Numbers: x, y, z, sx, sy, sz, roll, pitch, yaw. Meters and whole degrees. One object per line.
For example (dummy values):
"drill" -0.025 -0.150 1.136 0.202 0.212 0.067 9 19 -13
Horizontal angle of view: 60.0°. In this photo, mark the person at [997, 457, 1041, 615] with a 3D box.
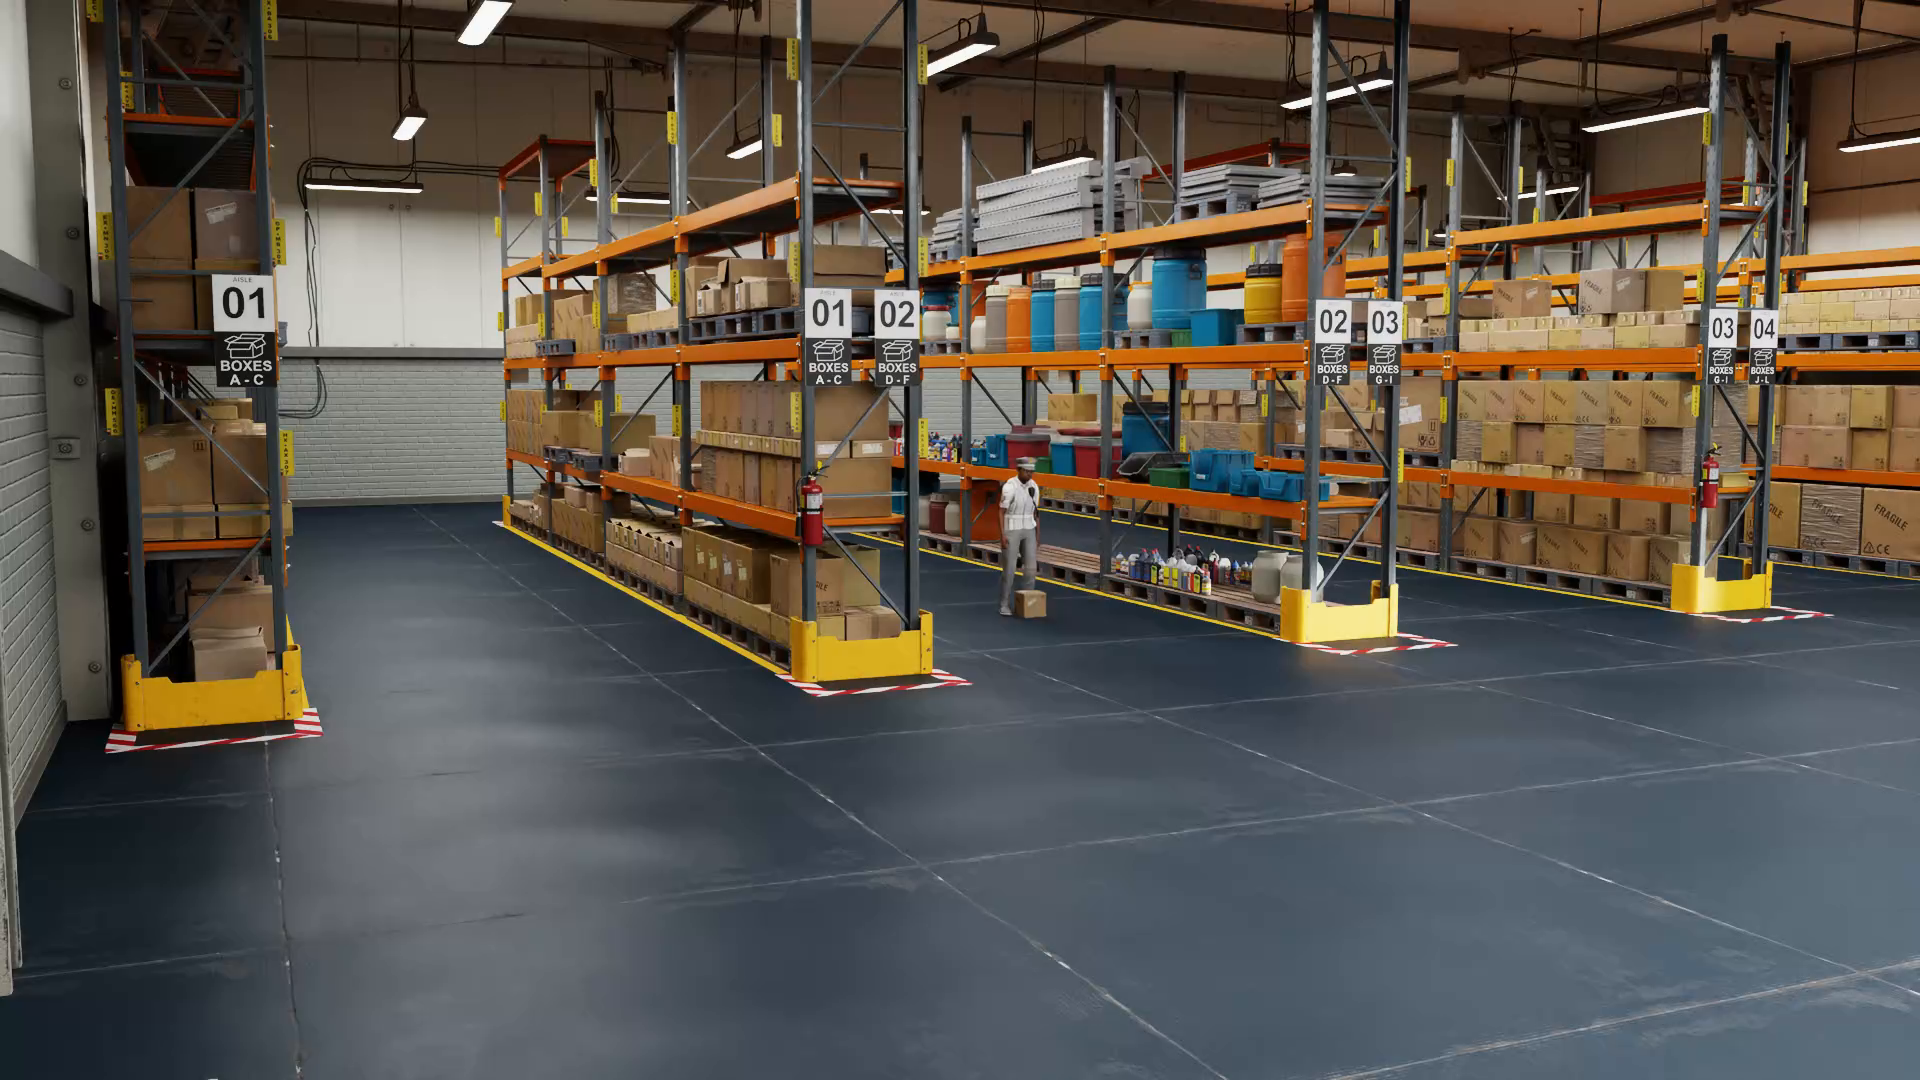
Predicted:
"person" 0.624 -0.049 17.526 0.503 1.656 0.397 -2 6 -24
